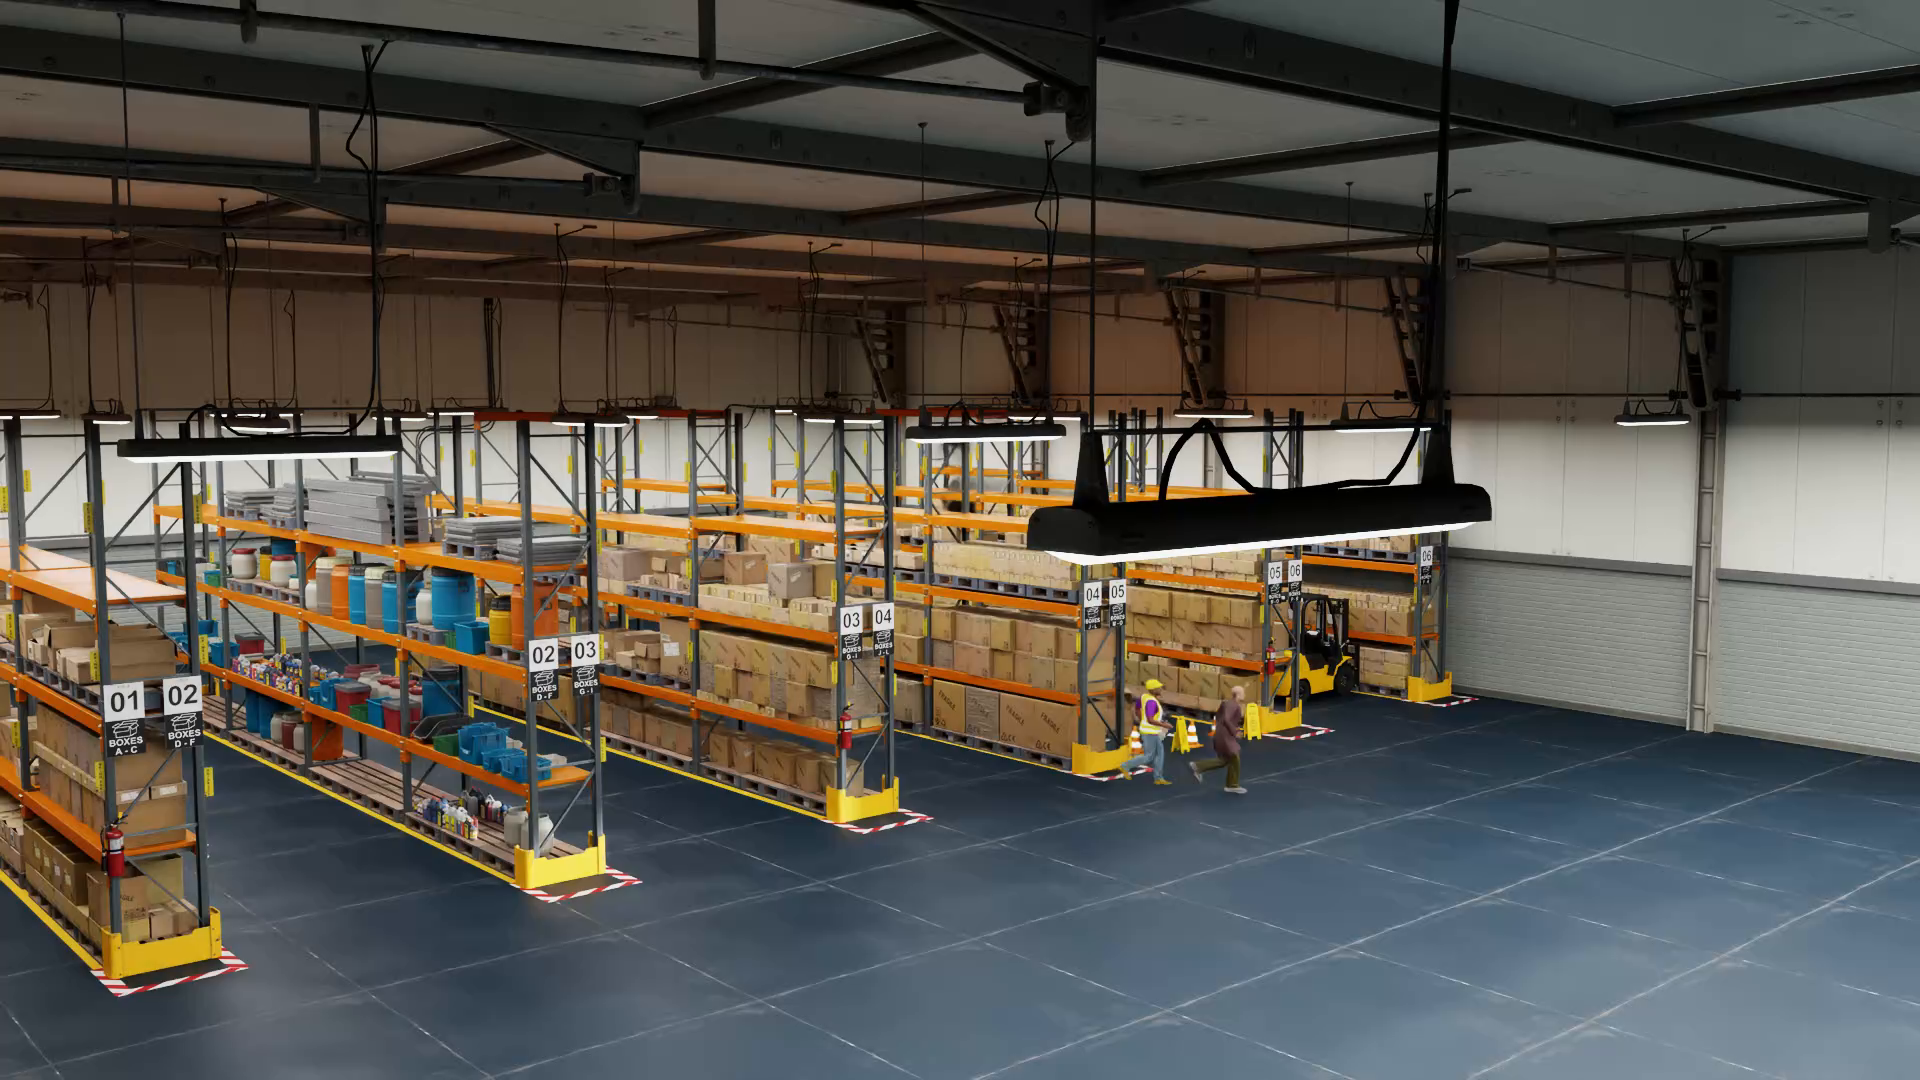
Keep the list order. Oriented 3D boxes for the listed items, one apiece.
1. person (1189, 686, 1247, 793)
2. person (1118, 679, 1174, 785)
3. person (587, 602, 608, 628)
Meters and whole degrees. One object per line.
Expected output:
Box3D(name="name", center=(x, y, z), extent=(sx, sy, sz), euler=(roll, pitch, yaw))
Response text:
Box3D(name="person", center=(4.110, 3.167, 26.374), extent=(0.926, 1.730, 0.686), euler=(1, 5, 6))
Box3D(name="person", center=(2.994, 3.106, 26.815), extent=(0.904, 1.745, 0.686), euler=(0, 5, 0))
Box3D(name="person", center=(-8.302, 2.162, 37.657), extent=(0.685, 1.752, 0.667), euler=(-3, 6, -28))
